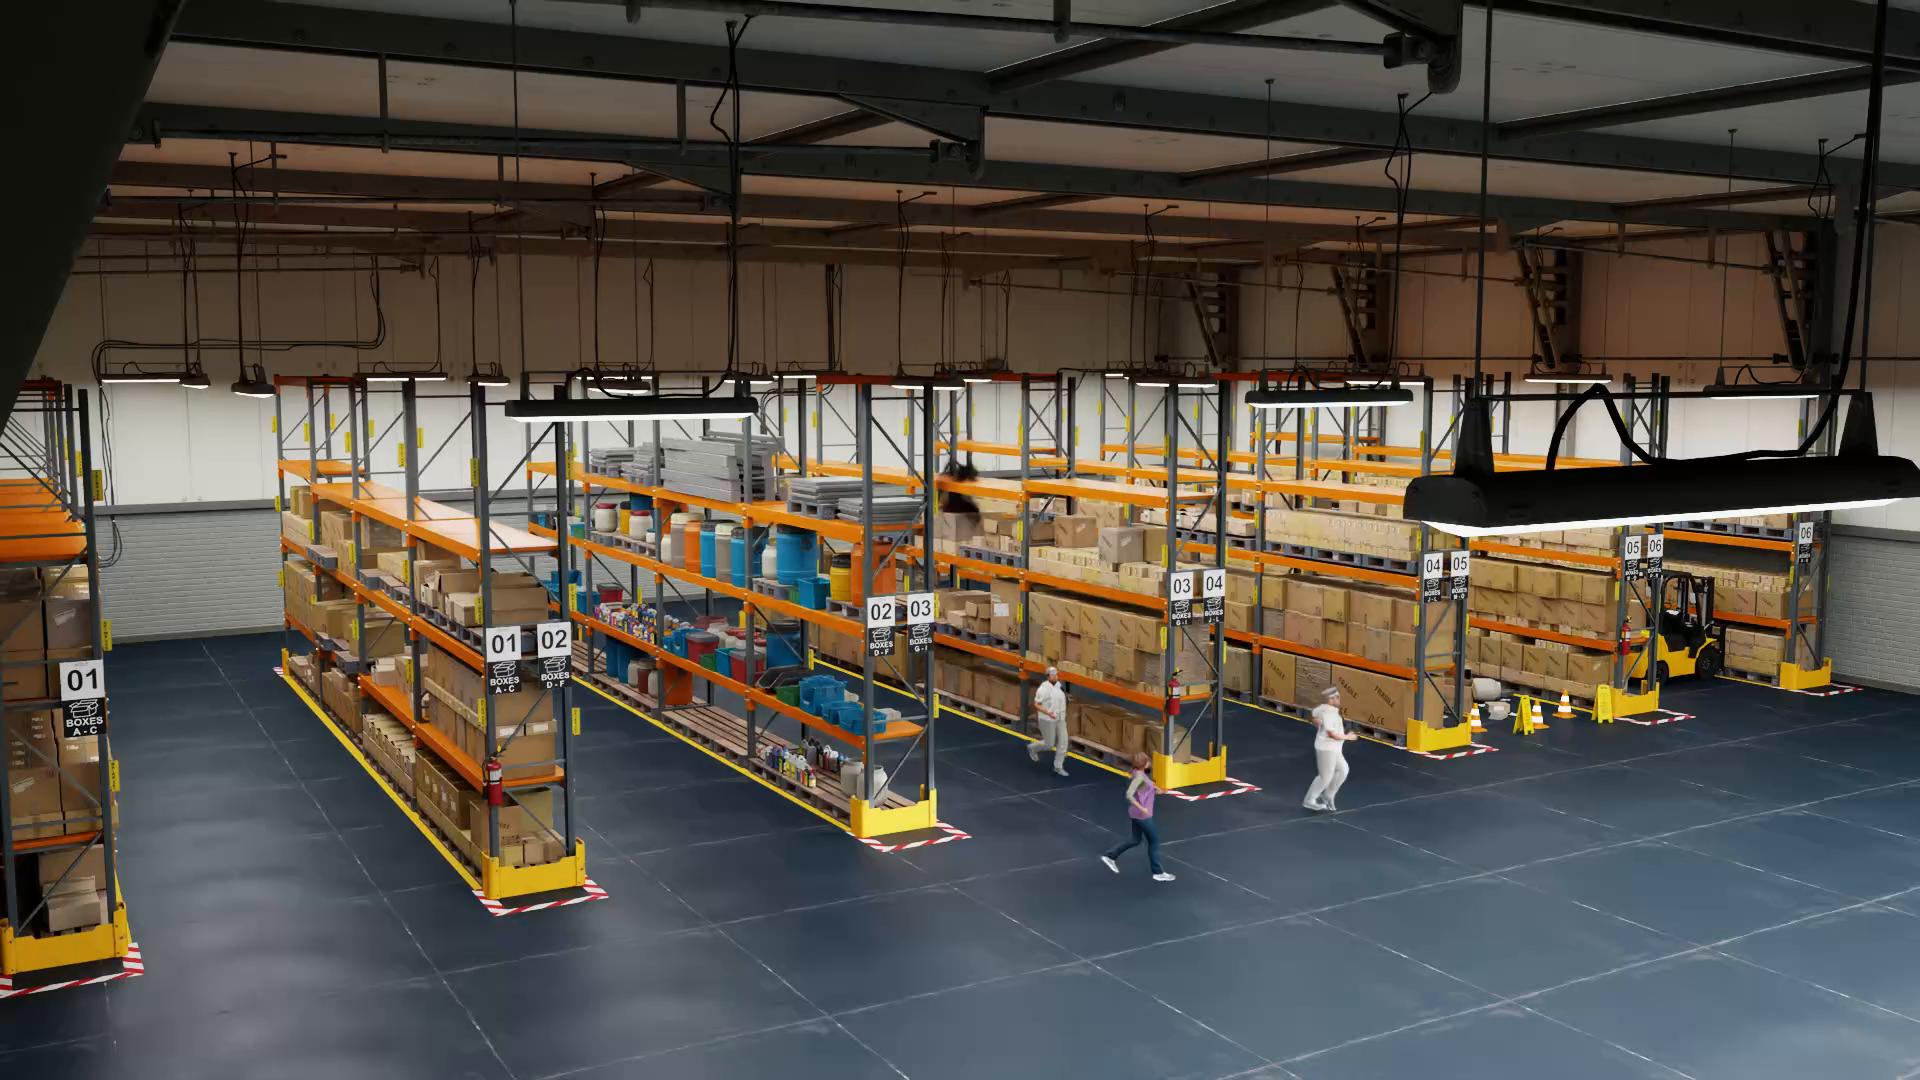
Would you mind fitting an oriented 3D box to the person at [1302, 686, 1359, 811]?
[{"bbox_3d":[5.168,2.943,23.183,0.741,1.846,0.688,1,6,12],"label":"person"}]

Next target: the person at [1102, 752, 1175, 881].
[{"bbox_3d":[2.166,3.332,20.077,0.886,1.579,0.541,0,6,-3],"label":"person"}]

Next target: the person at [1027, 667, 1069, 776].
[{"bbox_3d":[1.382,2.750,25.472,0.607,1.655,0.769,-5,8,-40],"label":"person"}]
